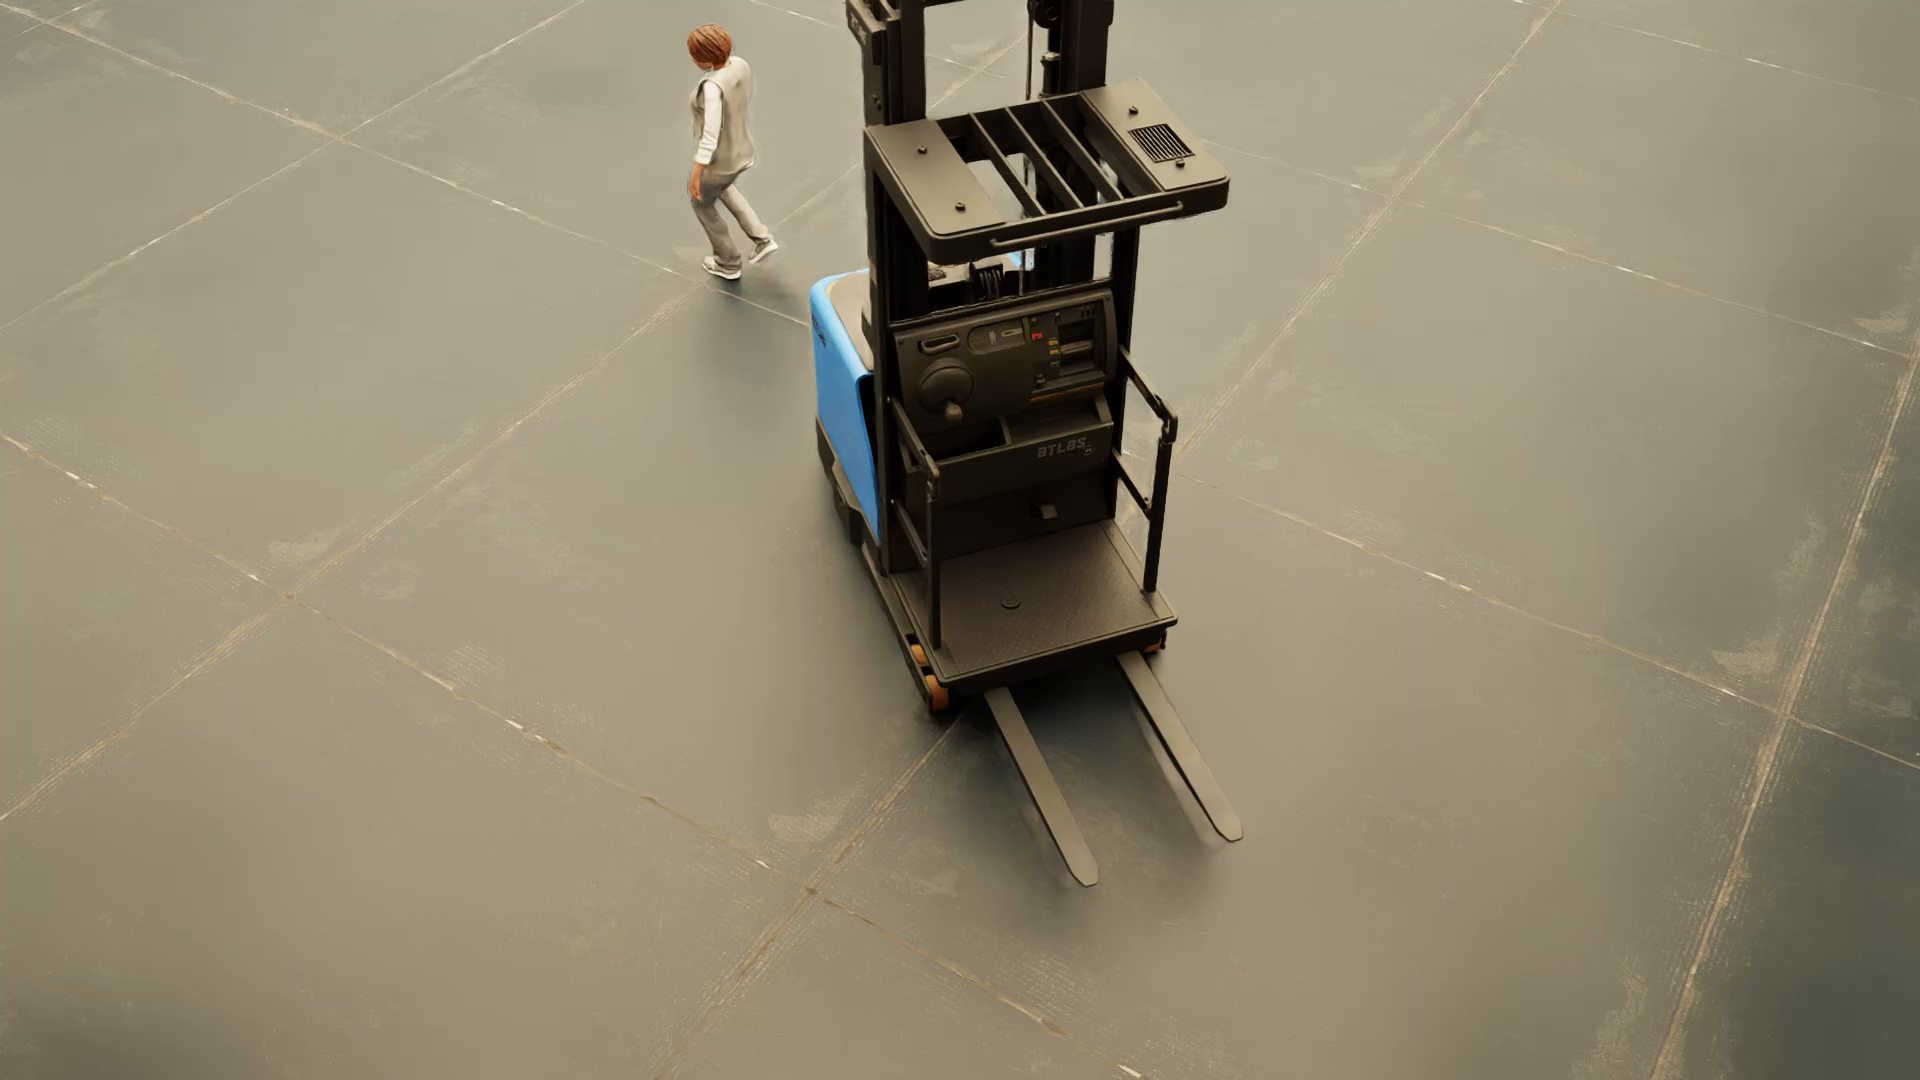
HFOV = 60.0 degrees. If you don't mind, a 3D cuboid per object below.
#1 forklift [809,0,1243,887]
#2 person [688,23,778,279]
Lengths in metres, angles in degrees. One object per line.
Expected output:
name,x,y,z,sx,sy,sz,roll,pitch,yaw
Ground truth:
forklift,0.267,-0.649,6.533,1.130,2.935,3.031,-14,45,-14
person,-1.330,-2.070,9.042,0.480,1.553,0.623,24,49,23
